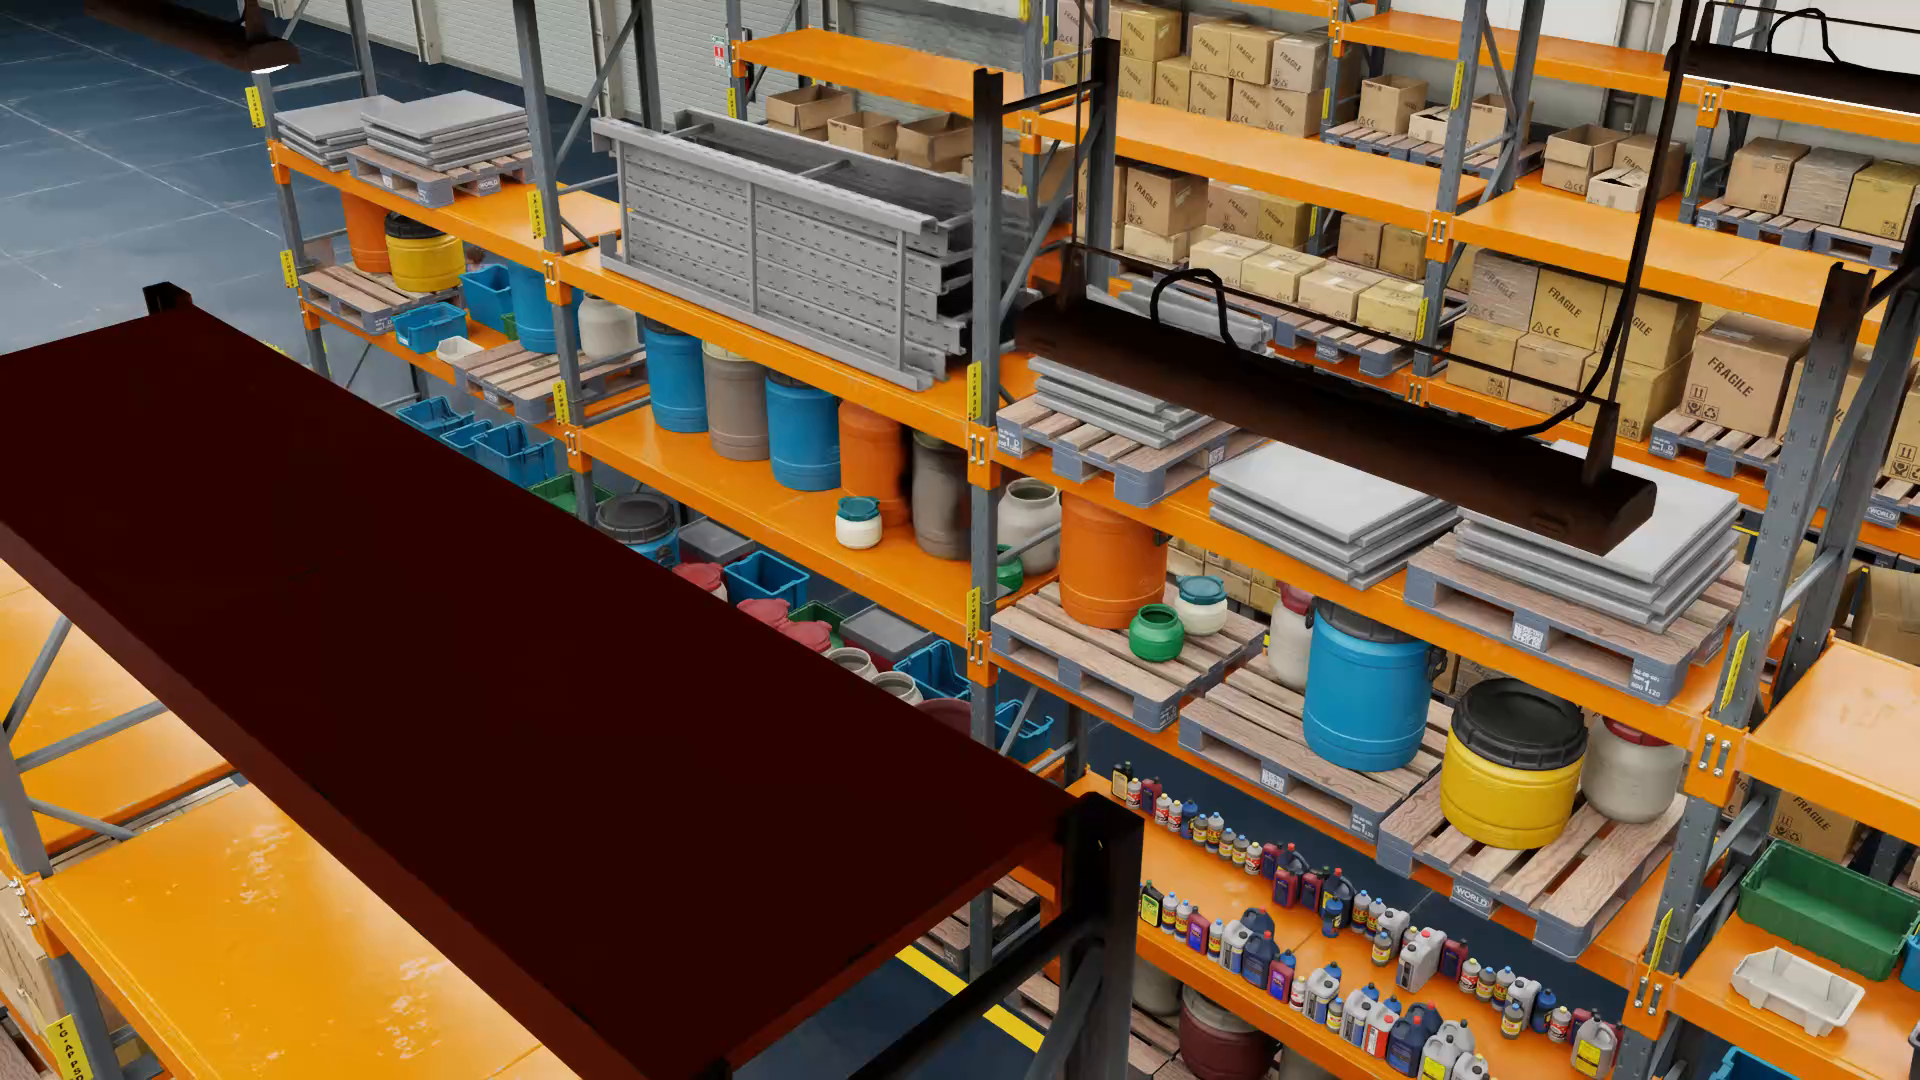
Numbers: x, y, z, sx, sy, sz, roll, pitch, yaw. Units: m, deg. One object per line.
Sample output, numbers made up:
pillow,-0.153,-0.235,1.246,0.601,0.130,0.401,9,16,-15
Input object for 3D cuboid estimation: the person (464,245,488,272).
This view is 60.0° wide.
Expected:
person,-5.480,-2.667,19.352,0.809,1.632,0.499,-14,32,-24
